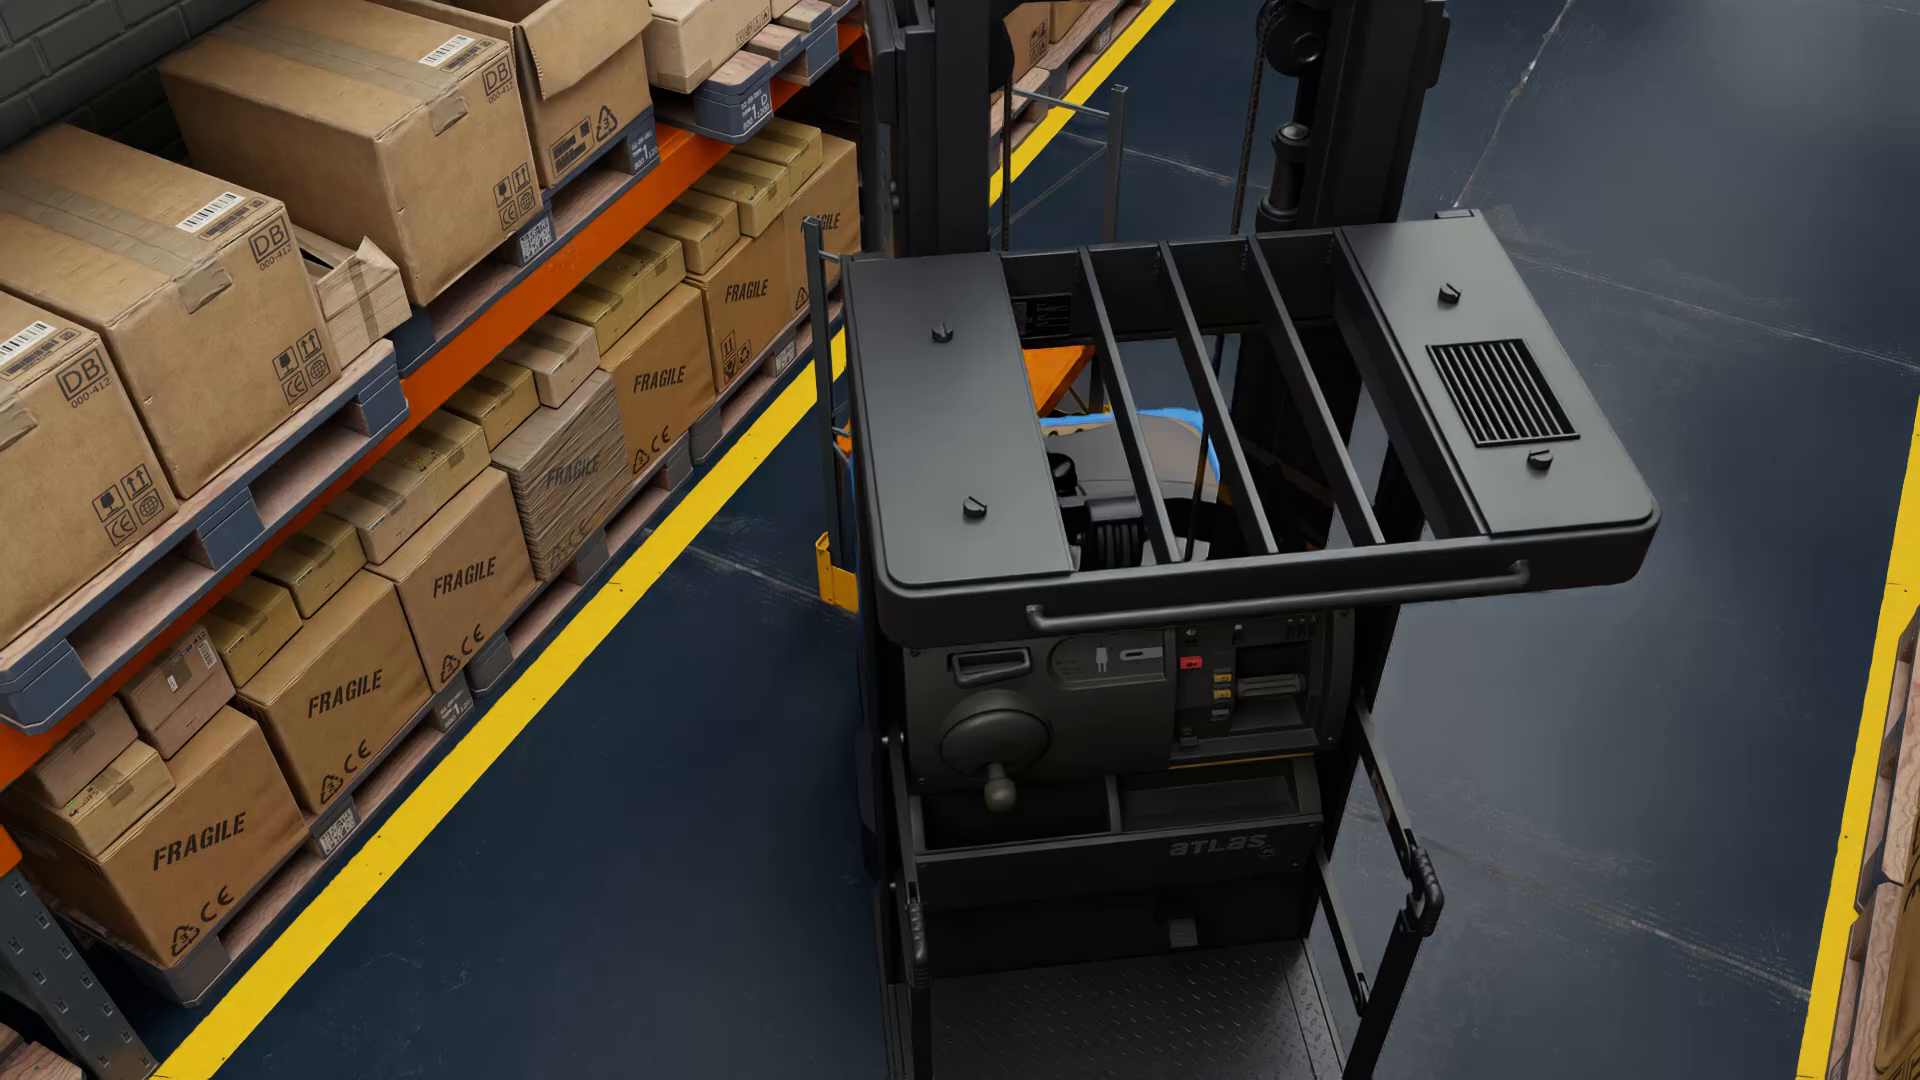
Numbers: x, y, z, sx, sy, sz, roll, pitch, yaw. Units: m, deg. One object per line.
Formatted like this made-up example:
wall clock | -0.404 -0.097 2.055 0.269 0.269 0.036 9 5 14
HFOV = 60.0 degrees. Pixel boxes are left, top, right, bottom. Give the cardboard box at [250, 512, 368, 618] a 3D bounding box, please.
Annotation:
cardboard box | -1.891 0.027 4.620 0.380 0.149 0.250 20 49 18

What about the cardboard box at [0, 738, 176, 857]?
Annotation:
cardboard box | -2.175 0.570 4.084 0.380 0.149 0.250 23 50 21

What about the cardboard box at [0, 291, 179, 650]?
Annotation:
cardboard box | -2.155 -0.209 3.482 0.700 0.500 0.500 22 49 20

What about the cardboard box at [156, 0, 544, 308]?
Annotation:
cardboard box | -1.550 -1.029 4.293 0.700 0.500 0.500 20 49 19

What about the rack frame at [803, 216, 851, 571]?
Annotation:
rack frame | -0.196 -0.261 4.953 0.500 1.500 0.032 20 49 19

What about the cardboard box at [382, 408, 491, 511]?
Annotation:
cardboard box | -1.625 -0.273 4.917 0.380 0.149 0.250 22 49 20

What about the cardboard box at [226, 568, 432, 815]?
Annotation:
cardboard box | -1.915 0.367 4.740 0.500 0.500 0.500 20 49 19

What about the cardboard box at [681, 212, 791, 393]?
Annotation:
cardboard box | -0.968 -0.934 6.027 0.500 0.500 0.500 20 49 18

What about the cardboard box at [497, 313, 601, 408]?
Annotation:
cardboard box | -1.366 -0.591 5.231 0.380 0.149 0.250 18 48 17

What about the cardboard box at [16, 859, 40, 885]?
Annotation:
cardboard box | -2.611 0.529 4.580 0.500 0.500 0.500 20 49 19

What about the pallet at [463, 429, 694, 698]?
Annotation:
pallet | -1.668 -0.111 5.711 1.003 0.211 1.213 20 49 19

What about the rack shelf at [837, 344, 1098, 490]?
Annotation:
rack shelf | 0.040 -0.455 5.398 0.538 0.185 1.000 20 49 19

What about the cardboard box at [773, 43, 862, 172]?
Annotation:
cardboard box | -0.419 -2.016 7.008 0.875 0.625 0.625 22 49 20

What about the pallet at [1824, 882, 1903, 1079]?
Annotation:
pallet | 2.677 1.539 4.080 1.003 0.211 1.213 20 49 19

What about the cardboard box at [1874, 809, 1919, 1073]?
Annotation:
cardboard box | 2.866 0.889 3.961 0.875 0.875 0.875 21 49 20

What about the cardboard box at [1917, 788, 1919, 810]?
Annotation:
cardboard box | 3.283 0.329 4.515 0.875 0.875 0.875 20 49 19

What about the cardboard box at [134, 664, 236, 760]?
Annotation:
cardboard box | -2.115 0.370 4.281 0.380 0.149 0.250 19 48 18

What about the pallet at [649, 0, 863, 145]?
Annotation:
pallet | -0.973 -1.797 5.552 1.213 0.211 1.003 20 49 19

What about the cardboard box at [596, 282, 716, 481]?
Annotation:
cardboard box | -1.209 -0.604 5.700 0.500 0.500 0.500 22 49 21

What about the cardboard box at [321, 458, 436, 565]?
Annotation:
cardboard box | -1.742 -0.118 4.763 0.380 0.149 0.250 20 49 19

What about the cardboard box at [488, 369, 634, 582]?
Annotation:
cardboard box | -1.433 -0.271 5.371 0.500 0.500 0.500 19 48 18

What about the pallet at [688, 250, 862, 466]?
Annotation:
pallet | -1.101 -0.877 6.468 1.003 0.211 1.213 20 49 19

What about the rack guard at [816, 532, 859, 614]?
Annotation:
rack guard | -0.196 0.178 5.398 0.587 0.250 0.087 20 49 19

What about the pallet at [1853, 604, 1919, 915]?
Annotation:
pallet | 3.245 0.774 4.837 1.003 0.211 1.213 20 49 19

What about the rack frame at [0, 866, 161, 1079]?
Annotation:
rack frame | -2.577 0.205 3.438 1.000 3.000 0.127 20 49 19

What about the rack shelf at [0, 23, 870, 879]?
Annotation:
rack shelf | -1.649 -0.802 4.939 1.077 0.370 4.000 20 49 19

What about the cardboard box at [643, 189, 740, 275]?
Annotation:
cardboard box | -0.986 -1.083 5.718 0.380 0.149 0.250 19 48 18

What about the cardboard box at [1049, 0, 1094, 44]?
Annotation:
cardboard box | 0.190 -2.854 7.837 0.875 0.625 0.625 19 48 17

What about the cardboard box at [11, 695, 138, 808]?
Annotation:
cardboard box | -2.229 0.445 3.998 0.380 0.149 0.250 20 49 18

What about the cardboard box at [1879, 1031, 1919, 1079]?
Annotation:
cardboard box | 2.450 1.452 3.404 0.875 0.875 0.875 22 49 20

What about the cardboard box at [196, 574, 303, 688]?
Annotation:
cardboard box | -2.006 0.205 4.445 0.380 0.149 0.250 18 48 17

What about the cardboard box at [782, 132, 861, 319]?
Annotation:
cardboard box | -0.726 -1.246 6.335 0.500 0.500 0.500 22 49 20

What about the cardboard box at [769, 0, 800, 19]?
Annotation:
cardboard box | -0.686 -1.834 5.335 0.380 0.149 0.250 21 49 20

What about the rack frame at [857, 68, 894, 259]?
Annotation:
rack frame | -0.721 -2.315 5.929 1.000 3.000 0.127 20 49 19

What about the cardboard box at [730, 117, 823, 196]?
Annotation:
cardboard box | -0.725 -1.417 6.048 0.380 0.149 0.250 18 48 17

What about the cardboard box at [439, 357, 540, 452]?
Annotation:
cardboard box | -1.525 -0.453 5.095 0.380 0.149 0.250 21 49 19

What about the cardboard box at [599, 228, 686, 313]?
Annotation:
cardboard box | -1.149 -0.932 5.568 0.380 0.149 0.250 22 49 20

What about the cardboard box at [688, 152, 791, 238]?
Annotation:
cardboard box | -0.825 -1.235 5.868 0.380 0.149 0.250 18 48 17

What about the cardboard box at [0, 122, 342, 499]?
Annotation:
cardboard box | -1.914 -0.535 3.804 0.700 0.500 0.500 21 49 19

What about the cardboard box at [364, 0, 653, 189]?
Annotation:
cardboard box | -1.314 -1.409 4.666 0.797 0.503 0.637 19 48 18

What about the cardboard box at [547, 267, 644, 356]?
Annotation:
cardboard box | -1.264 -0.775 5.413 0.380 0.149 0.250 20 49 18

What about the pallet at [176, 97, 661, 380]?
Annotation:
pallet | -1.619 -1.021 4.785 1.003 0.211 1.213 20 49 19

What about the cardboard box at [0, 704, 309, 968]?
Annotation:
cardboard box | -2.153 0.706 4.406 0.500 0.500 0.500 22 49 21

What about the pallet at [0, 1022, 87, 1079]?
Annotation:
pallet | -2.897 1.618 4.003 1.003 0.211 1.213 20 49 19

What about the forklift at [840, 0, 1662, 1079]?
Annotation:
forklift | 0.379 0.426 3.268 1.130 2.935 3.031 -5 46 -5

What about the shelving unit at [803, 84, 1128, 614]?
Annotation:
shelving unit | 0.035 -0.575 5.264 0.587 1.500 1.083 20 49 19

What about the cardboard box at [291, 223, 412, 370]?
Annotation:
cardboard box | -1.593 -0.644 4.077 0.396 0.266 0.258 23 50 21

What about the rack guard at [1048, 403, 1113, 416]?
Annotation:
rack guard | 0.267 -0.450 6.019 0.587 0.250 0.087 20 49 19

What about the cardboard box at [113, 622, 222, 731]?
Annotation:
cardboard box | -2.097 0.286 4.155 0.380 0.149 0.250 18 48 17

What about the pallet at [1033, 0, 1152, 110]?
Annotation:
pallet | 0.264 -2.606 8.177 1.003 0.211 1.213 20 49 19

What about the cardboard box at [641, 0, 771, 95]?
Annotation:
cardboard box | -0.924 -1.638 5.070 0.500 0.250 0.500 18 48 17

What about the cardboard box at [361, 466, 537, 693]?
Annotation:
cardboard box | -1.679 0.054 5.050 0.500 0.500 0.500 19 48 18

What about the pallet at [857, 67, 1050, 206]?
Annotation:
pallet | -0.304 -1.840 7.420 1.003 0.211 1.213 20 49 19

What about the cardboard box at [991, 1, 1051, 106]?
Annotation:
cardboard box | -0.122 -2.430 7.417 0.875 0.625 0.625 22 49 20

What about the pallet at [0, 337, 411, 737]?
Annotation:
pallet | -2.110 -0.195 3.968 1.003 0.211 1.213 20 49 19

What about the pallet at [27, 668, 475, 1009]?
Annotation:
pallet | -2.233 0.661 4.949 1.003 0.211 1.213 20 49 19

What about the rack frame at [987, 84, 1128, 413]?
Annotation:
rack frame | 0.276 -0.901 5.586 0.500 1.500 0.032 20 49 19
